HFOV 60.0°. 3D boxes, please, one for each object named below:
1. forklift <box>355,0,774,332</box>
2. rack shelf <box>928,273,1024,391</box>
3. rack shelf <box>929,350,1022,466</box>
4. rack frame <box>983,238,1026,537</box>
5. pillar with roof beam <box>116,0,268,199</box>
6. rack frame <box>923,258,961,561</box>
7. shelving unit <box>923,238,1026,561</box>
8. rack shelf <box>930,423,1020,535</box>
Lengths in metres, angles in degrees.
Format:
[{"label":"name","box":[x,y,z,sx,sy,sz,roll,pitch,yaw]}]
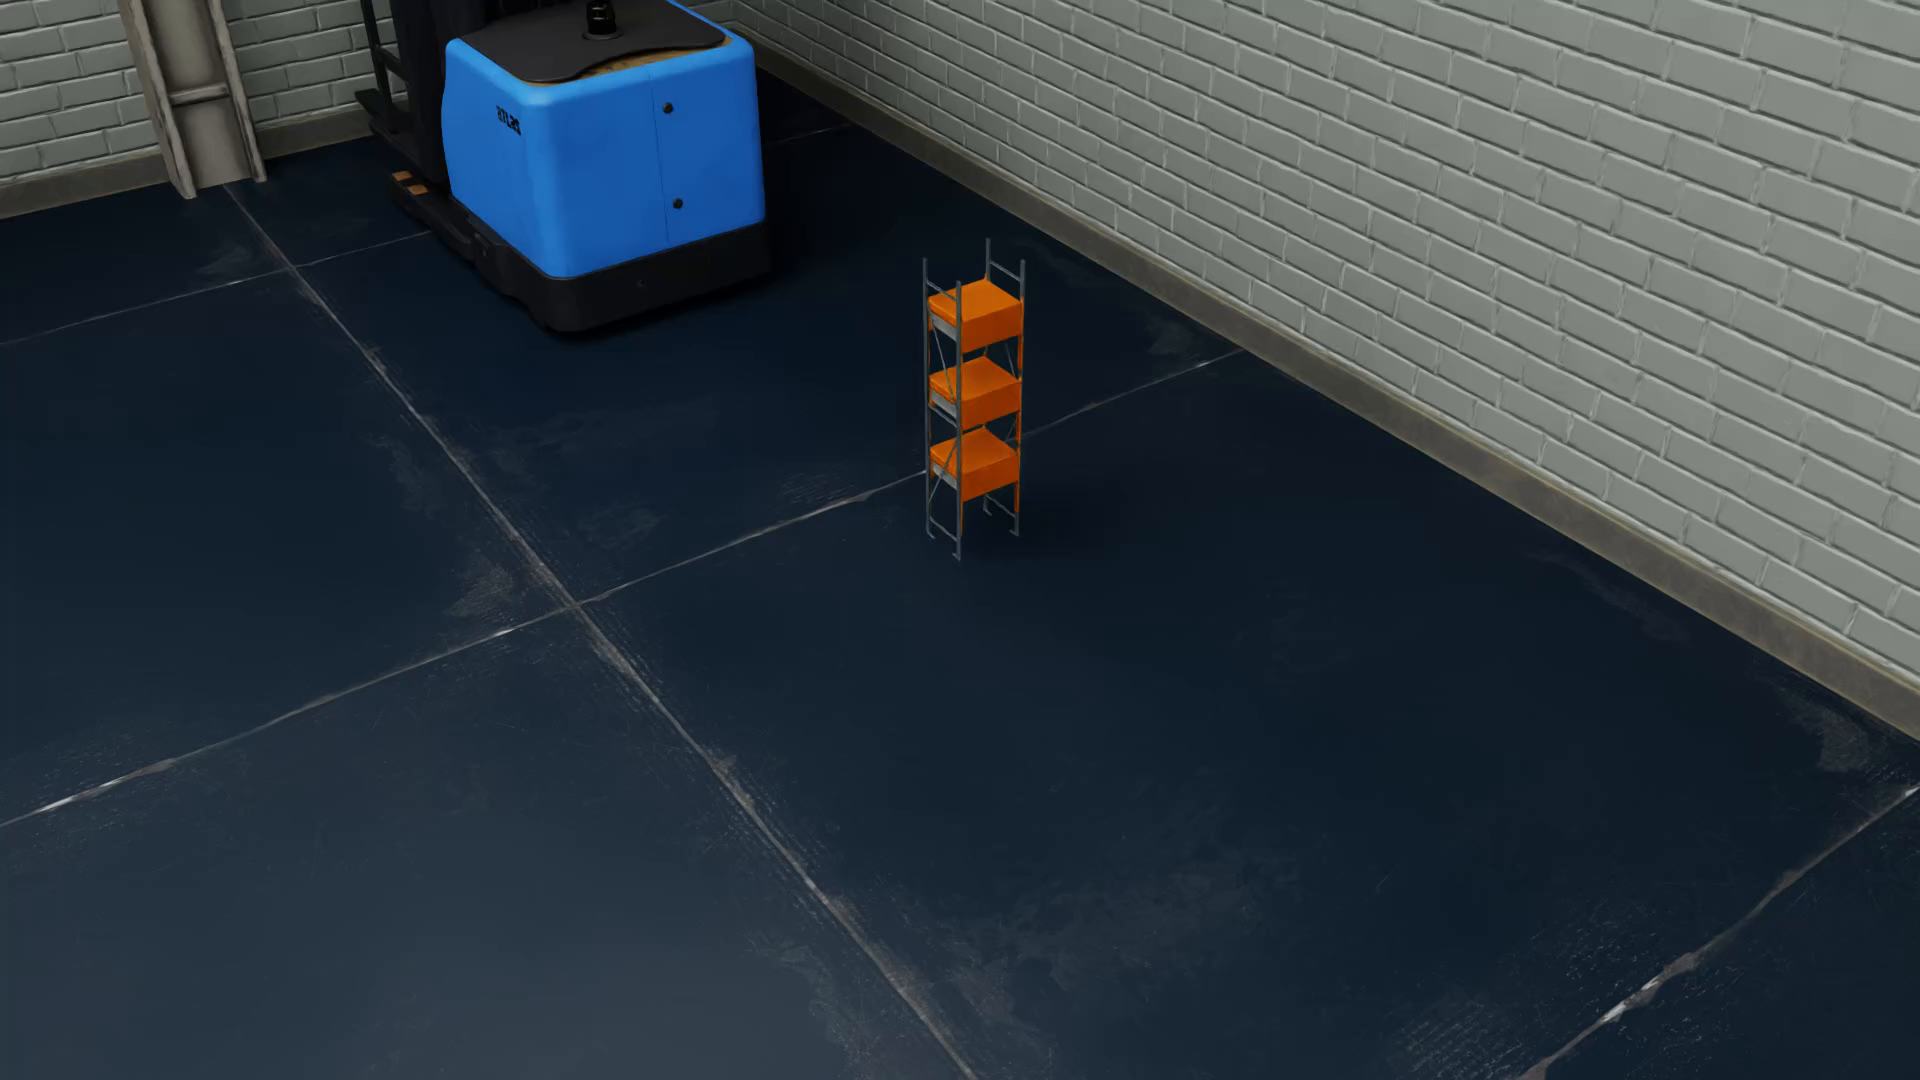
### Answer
[{"label":"forklift","box":[-2.097,-2.850,7.202,1.130,2.935,3.031,-23,42,-29]},{"label":"rack shelf","box":[0.044,-0.666,5.309,0.240,0.259,0.215,-22,41,-28]},{"label":"rack shelf","box":[0.044,-0.436,5.475,0.240,0.259,0.215,-22,41,-28]},{"label":"rack frame","box":[0.143,-0.485,5.526,0.008,1.050,0.200,-22,41,-28]},{"label":"pillar with roof beam","box":[-1.190,-3.384,2.748,0.400,9.000,9.100,-22,41,-28]},{"label":"rack frame","box":[-0.056,-0.403,5.411,0.008,1.050,0.200,-22,41,-28]},{"label":"shelving unit","box":[0.044,-0.444,5.468,0.252,1.050,0.215,-22,41,-28]},{"label":"rack shelf","box":[0.044,-0.210,5.637,0.240,0.259,0.215,-22,41,-28]}]
